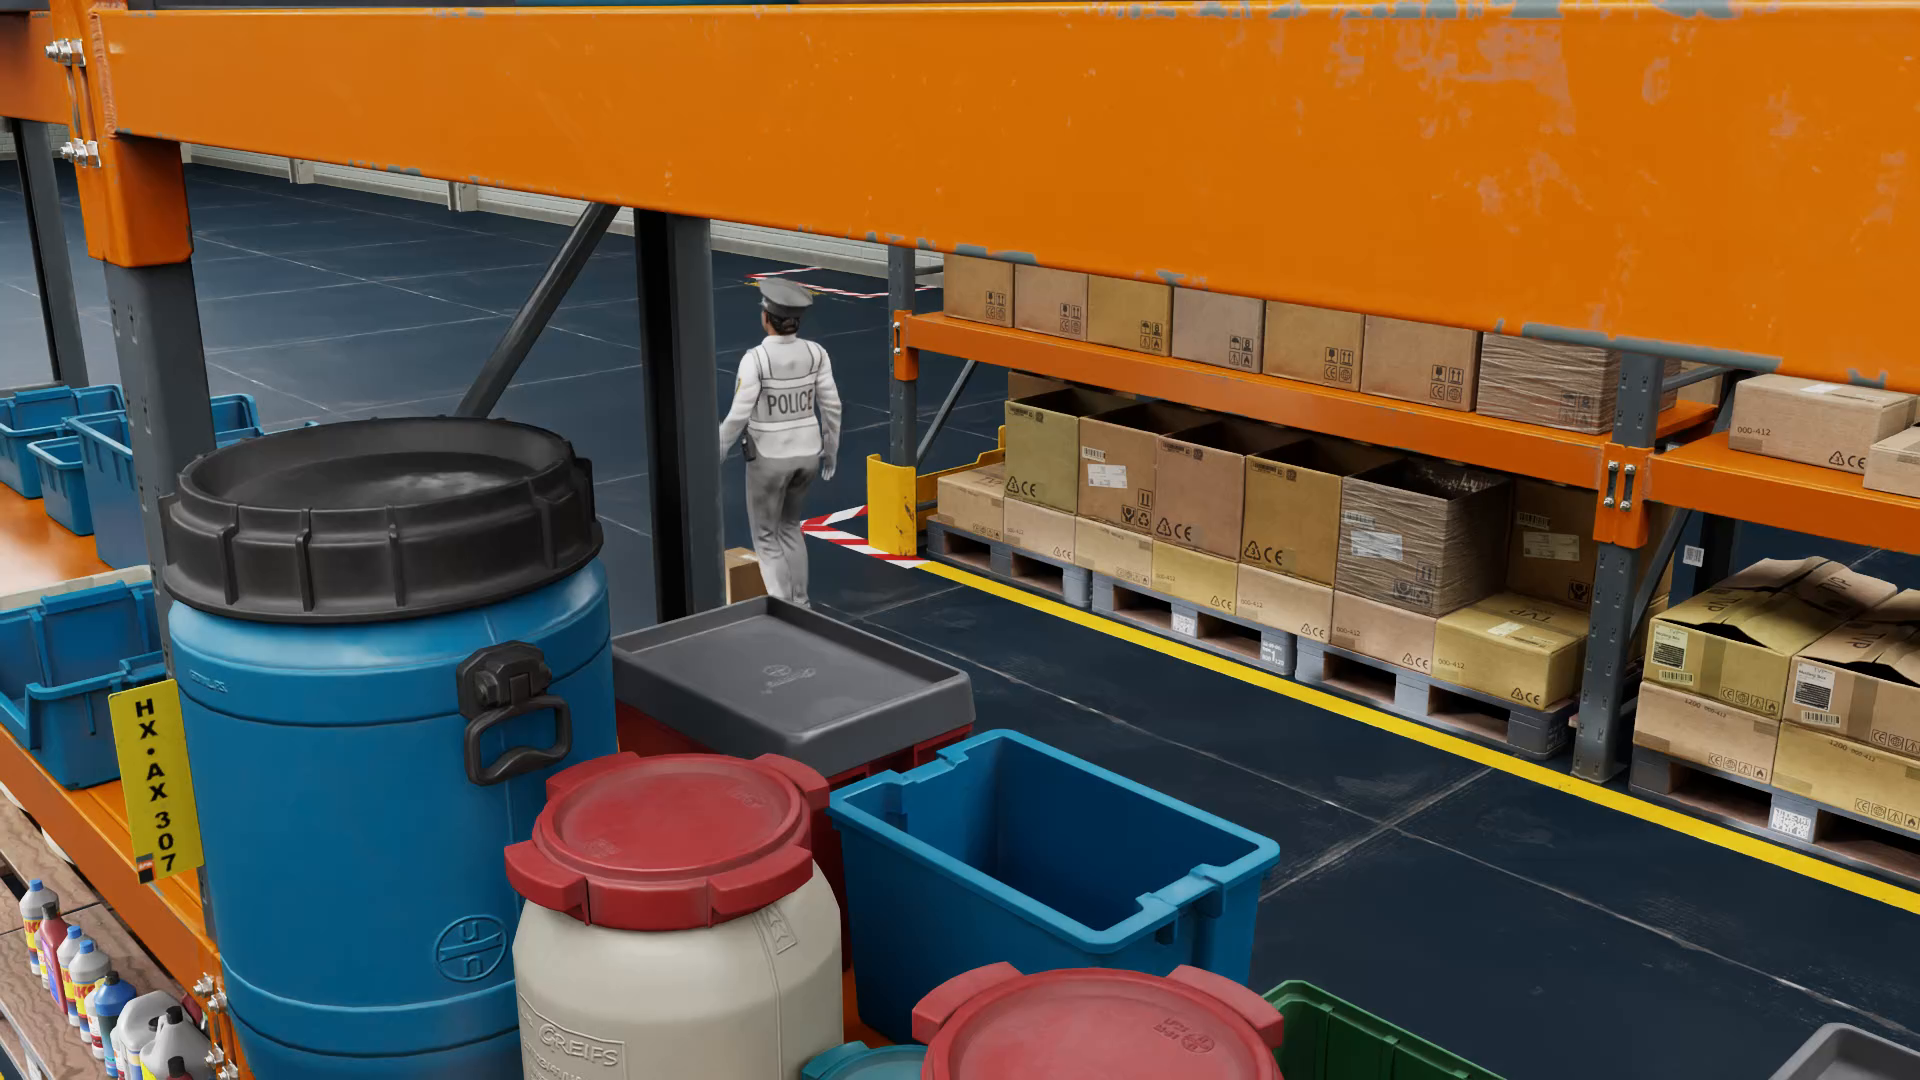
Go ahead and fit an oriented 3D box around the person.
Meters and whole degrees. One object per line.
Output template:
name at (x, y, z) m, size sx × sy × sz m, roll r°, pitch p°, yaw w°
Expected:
person at (-0.846, -0.337, 7.719) m, size 0.611 × 1.754 × 0.389 m, roll -15°, pitch 23°, yaw -40°
